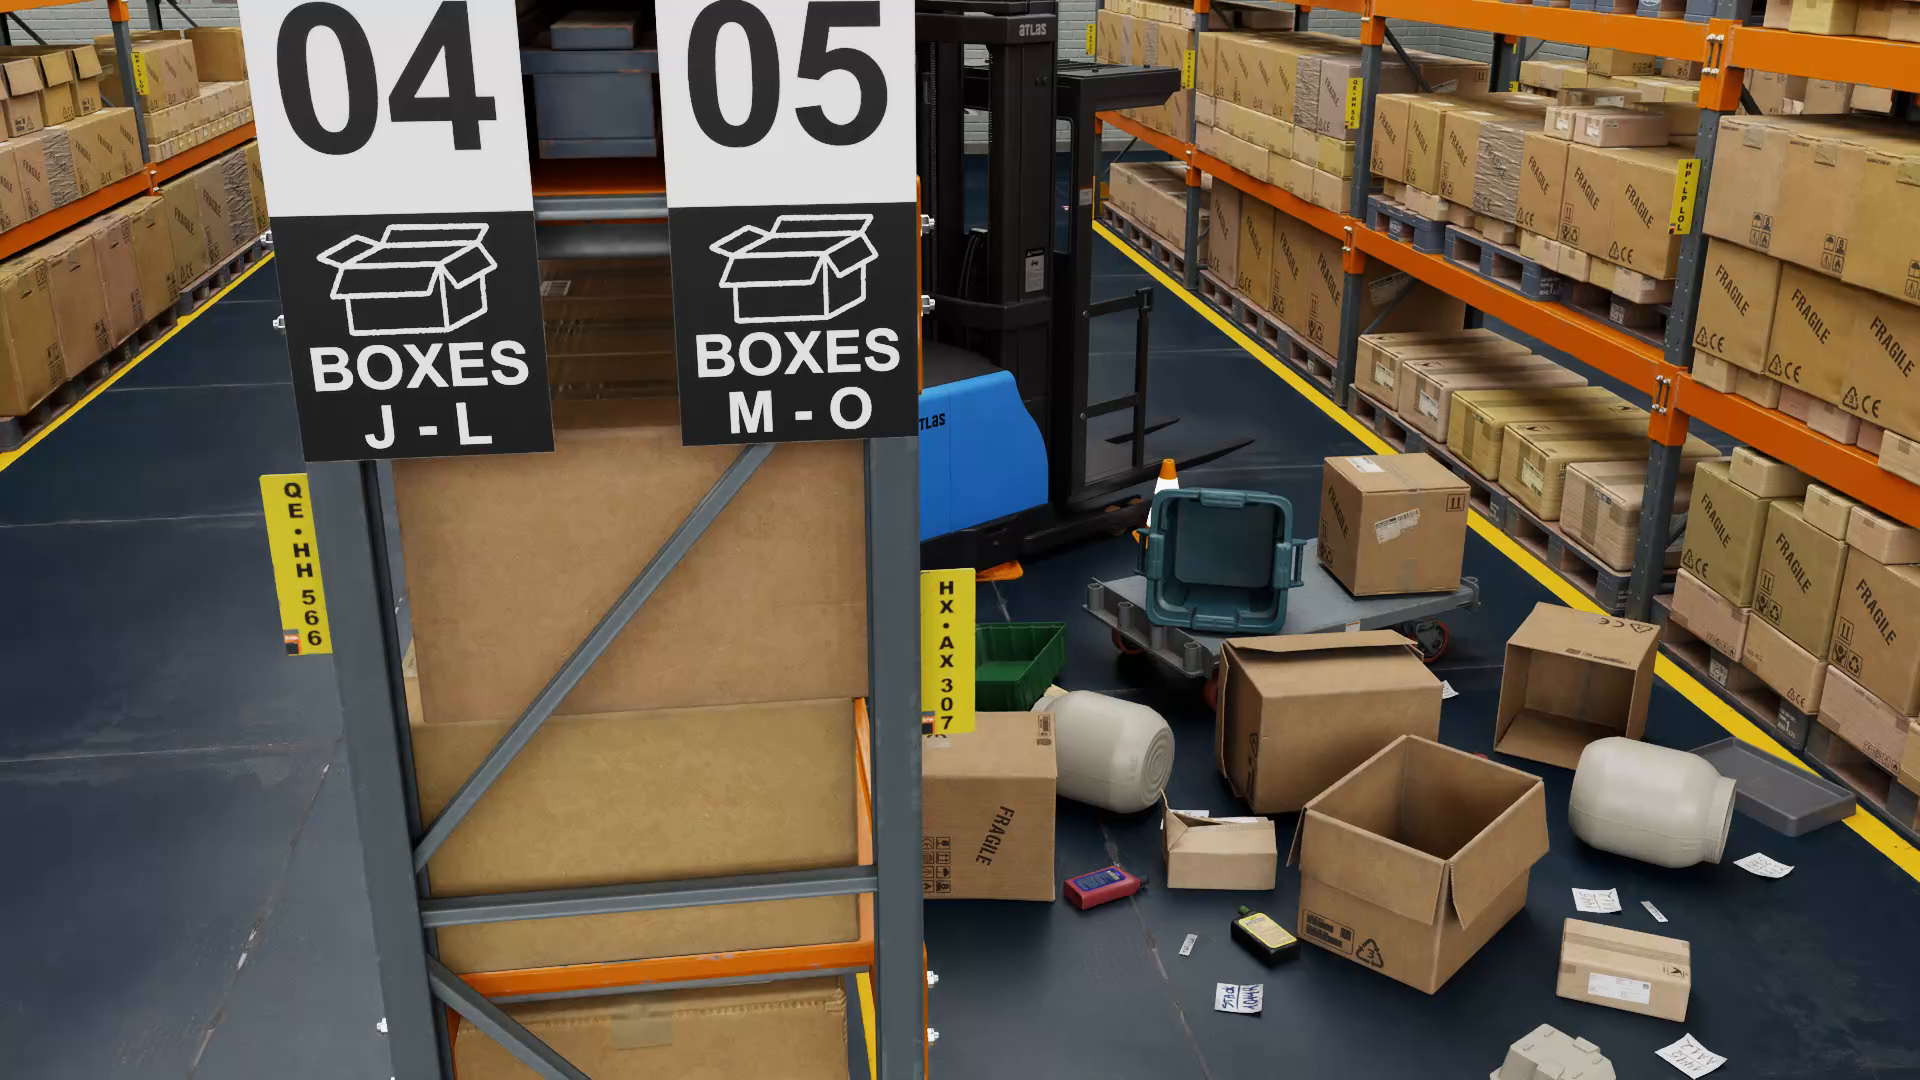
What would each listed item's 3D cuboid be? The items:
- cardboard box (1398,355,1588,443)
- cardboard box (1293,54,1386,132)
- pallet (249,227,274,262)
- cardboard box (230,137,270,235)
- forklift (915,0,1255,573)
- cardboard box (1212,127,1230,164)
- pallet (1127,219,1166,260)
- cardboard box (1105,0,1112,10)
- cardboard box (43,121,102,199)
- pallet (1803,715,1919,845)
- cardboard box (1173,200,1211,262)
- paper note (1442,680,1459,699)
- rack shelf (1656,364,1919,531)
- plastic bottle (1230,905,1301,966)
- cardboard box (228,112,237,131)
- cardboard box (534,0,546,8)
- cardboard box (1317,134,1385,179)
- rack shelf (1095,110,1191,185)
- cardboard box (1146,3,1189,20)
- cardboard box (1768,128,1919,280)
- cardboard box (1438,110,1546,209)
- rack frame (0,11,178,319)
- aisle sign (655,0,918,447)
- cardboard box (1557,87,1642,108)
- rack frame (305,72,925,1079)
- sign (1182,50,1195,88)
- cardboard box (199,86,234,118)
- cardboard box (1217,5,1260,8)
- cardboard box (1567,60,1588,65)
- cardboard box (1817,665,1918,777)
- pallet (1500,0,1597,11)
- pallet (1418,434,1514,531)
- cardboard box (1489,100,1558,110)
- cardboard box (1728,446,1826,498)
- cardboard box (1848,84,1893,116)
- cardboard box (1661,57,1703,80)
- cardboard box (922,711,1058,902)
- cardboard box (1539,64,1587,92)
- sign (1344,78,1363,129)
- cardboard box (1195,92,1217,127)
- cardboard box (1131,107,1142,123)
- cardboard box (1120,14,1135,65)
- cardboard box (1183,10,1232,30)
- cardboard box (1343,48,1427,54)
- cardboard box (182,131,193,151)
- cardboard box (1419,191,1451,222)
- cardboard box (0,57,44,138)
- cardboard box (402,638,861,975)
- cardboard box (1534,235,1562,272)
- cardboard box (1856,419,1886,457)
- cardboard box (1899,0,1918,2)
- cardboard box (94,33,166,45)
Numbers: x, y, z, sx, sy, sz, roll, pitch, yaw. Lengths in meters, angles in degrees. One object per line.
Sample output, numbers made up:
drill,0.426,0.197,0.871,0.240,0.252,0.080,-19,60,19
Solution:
cardboard box,3.344,-0.895,10.480,0.950,0.372,0.625,-3,21,-9
cardboard box,2.743,-3.238,12.028,0.500,0.500,0.500,-3,21,-7
pallet,-7.609,-3.071,17.137,1.003,0.211,1.213,-3,21,-8
cardboard box,-7.630,-3.634,17.095,0.875,0.875,0.875,-3,21,-8
forklift,0.467,-1.519,9.093,3.031,2.935,1.130,-17,27,-39
cardboard box,2.460,-3.350,14.113,0.500,0.250,0.500,-3,21,-9
pallet,2.370,-3.149,17.347,1.003,0.211,1.213,-3,21,-8
cardboard box,1.782,-5.832,18.046,0.380,0.149,0.250,-2,21,-7
cardboard box,-6.741,-2.812,12.314,0.500,0.500,0.500,-3,21,-8
pallet,4.046,0.965,6.330,1.003,0.211,1.213,-3,21,-8
cardboard box,2.597,-2.984,15.981,0.875,0.438,0.875,-3,21,-9
paper note,2.123,0.665,7.392,0.148,0.019,0.142,-3,21,-8
rack shelf,4.023,0.034,5.866,1.077,0.370,4.000,-3,21,-8
plastic bottle,1.005,1.322,5.589,0.133,0.061,0.283,-11,23,-26
cardboard box,-7.276,-4.072,16.191,0.380,0.149,0.250,-3,21,-9
cardboard box,-1.029,-1.131,3.286,0.380,0.149,0.250,-3,21,-7
cardboard box,2.837,-2.699,11.655,0.500,0.250,0.500,-3,21,-8
rack shelf,2.293,-4.121,16.990,1.077,0.370,4.000,-3,21,-8
cardboard box,2.050,-5.205,16.366,0.380,0.149,0.250,-3,21,-8
cardboard box,3.636,-1.309,6.436,0.700,0.500,0.500,-3,21,-7
cardboard box,3.159,-2.232,9.737,0.500,0.500,0.500,-3,21,-7
rack frame,-7.225,-3.265,13.672,1.000,3.000,0.127,-3,21,-8
aisle sign,-0.265,-0.534,2.644,0.394,0.787,0.004,-3,21,-8
cardboard box,3.673,-2.515,9.567,0.380,0.149,0.250,-4,21,-10
rack frame,-0.572,0.674,3.124,1.000,3.000,0.127,-3,21,-8
sign,2.033,-4.179,14.768,0.100,0.325,0.005,-3,21,-8
cardboard box,-7.323,-4.213,15.998,0.500,0.250,0.500,-4,21,-10
cardboard box,2.677,-5.064,15.987,0.380,0.149,0.250,-4,21,-9
cardboard box,7.245,-5.325,18.975,0.500,0.250,0.500,-2,21,-6
cardboard box,3.720,0.682,6.433,0.500,0.250,0.500,-3,21,-8
pallet,3.599,-2.891,8.650,1.213,0.211,1.003,-3,21,-8
pallet,3.442,-0.382,9.937,1.003,0.211,1.213,-3,21,-8
cardboard box,3.584,-2.441,10.297,0.500,0.500,0.500,-3,21,-9
cardboard box,3.511,-0.295,7.049,0.380,0.149,0.250,-3,21,-7
cardboard box,7.651,-3.433,13.372,0.797,0.503,0.637,-3,21,-9
cardboard box,7.541,-4.966,16.943,0.500,0.500,0.500,-3,21,-9
cardboard box,0.090,0.945,5.968,0.500,0.500,0.500,1,20,2
cardboard box,6.788,-5.126,18.442,0.500,0.250,0.500,-3,21,-7
sign,2.609,-2.893,11.021,0.100,0.325,0.005,-3,21,-8
cardboard box,2.366,-3.763,14.503,0.500,0.250,0.500,-4,21,-9
cardboard box,2.035,-4.493,16.815,0.500,0.500,0.500,-2,21,-6
cardboard box,1.956,-5.128,17.088,0.500,0.500,0.500,-3,21,-8
cardboard box,2.222,-4.675,14.946,0.380,0.149,0.250,-3,21,-9
cardboard box,3.189,-3.430,12.540,0.500,0.500,0.500,-2,21,-6
cardboard box,-7.055,-3.540,14.766,0.380,0.149,0.250,-3,21,-9
cardboard box,3.042,-2.044,10.162,0.380,0.149,0.250,-3,21,-7
cardboard box,-6.932,-3.109,11.676,0.797,0.503,0.637,-2,21,-6
cardboard box,-0.671,0.478,3.435,0.875,0.550,0.550,-3,21,-8
cardboard box,3.254,-1.506,8.721,0.380,0.149,0.250,-3,21,-7
cardboard box,3.690,-0.399,6.356,0.380,0.149,0.250,-3,21,-8
cardboard box,3.611,-2.125,6.121,0.500,0.250,0.500,-3,21,-8
cardboard box,-7.847,-4.539,15.798,0.500,0.500,0.500,-3,21,-9
